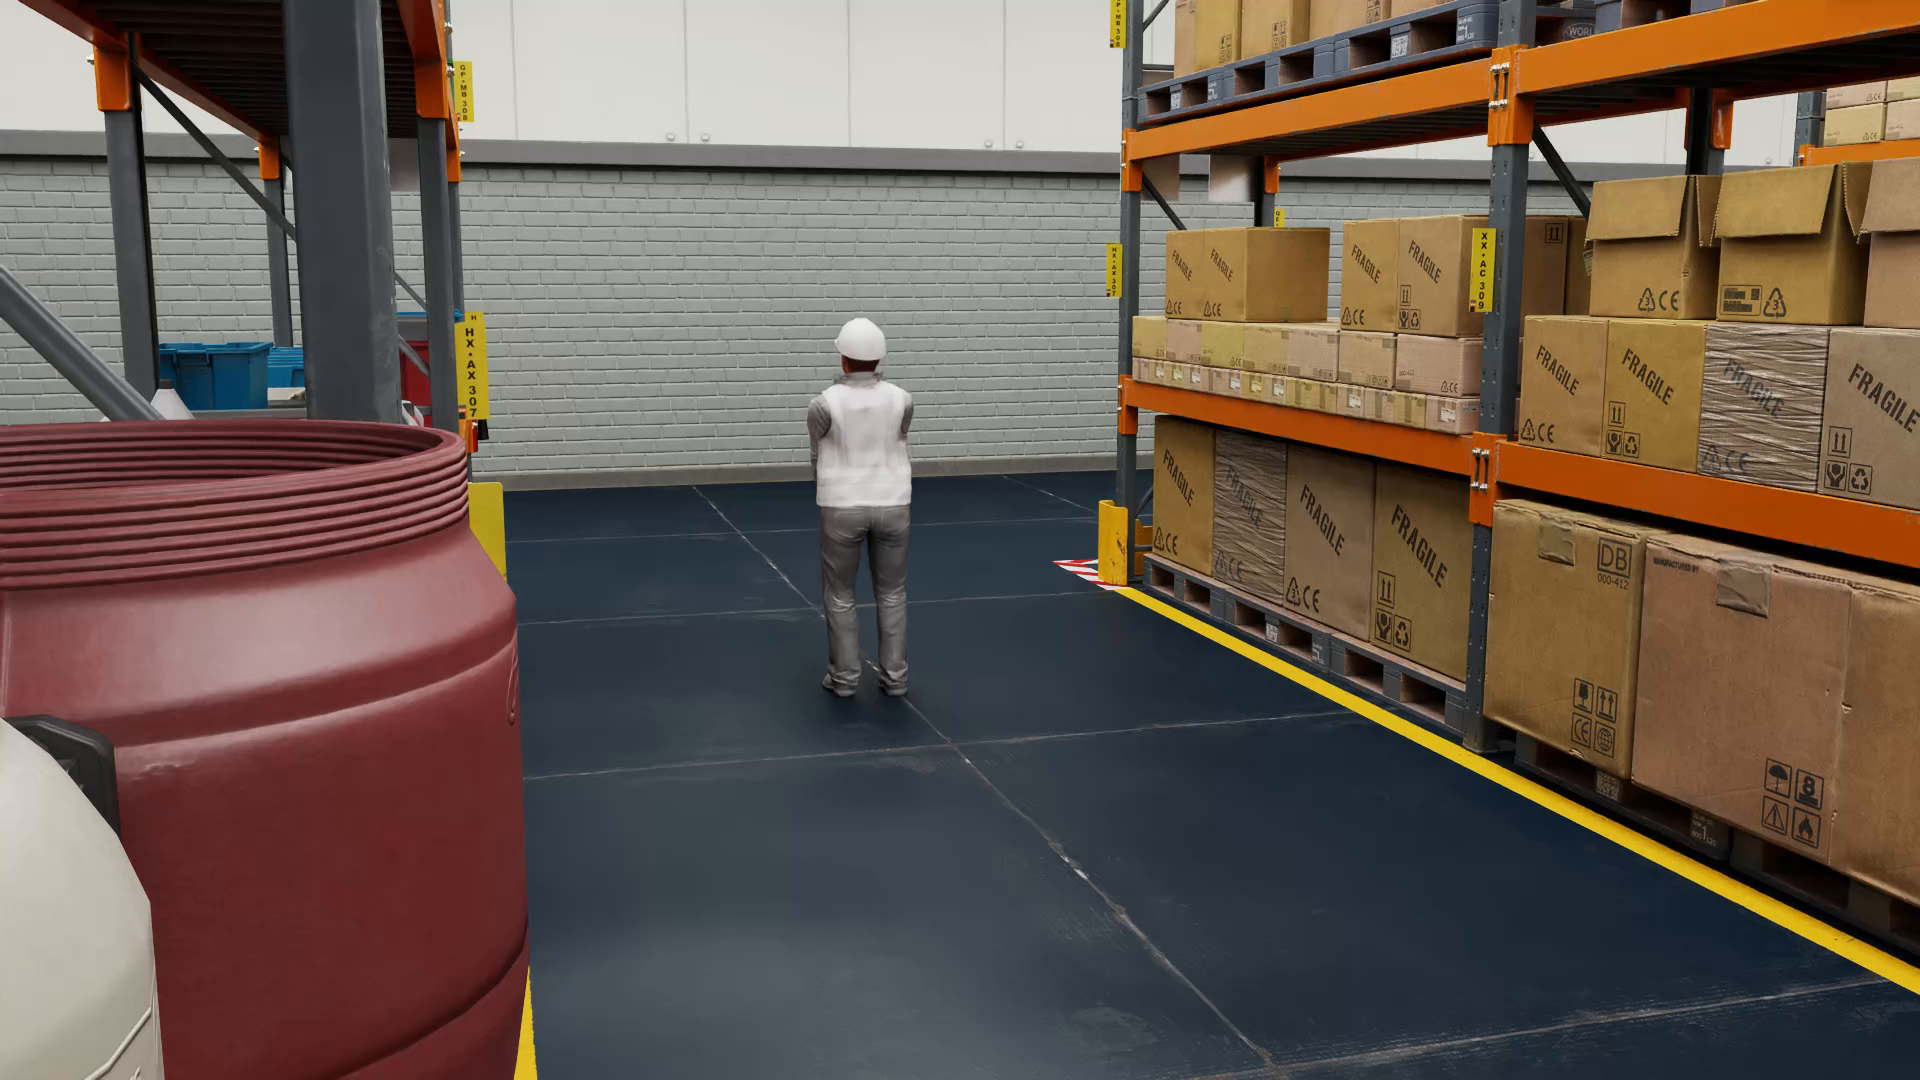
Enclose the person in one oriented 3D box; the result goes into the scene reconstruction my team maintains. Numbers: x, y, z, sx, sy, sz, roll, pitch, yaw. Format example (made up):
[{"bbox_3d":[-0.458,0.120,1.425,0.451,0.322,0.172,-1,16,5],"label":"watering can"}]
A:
[{"bbox_3d":[-0.480,-0.156,7.785,0.494,1.762,0.557,-3,10,-16],"label":"person"}]
